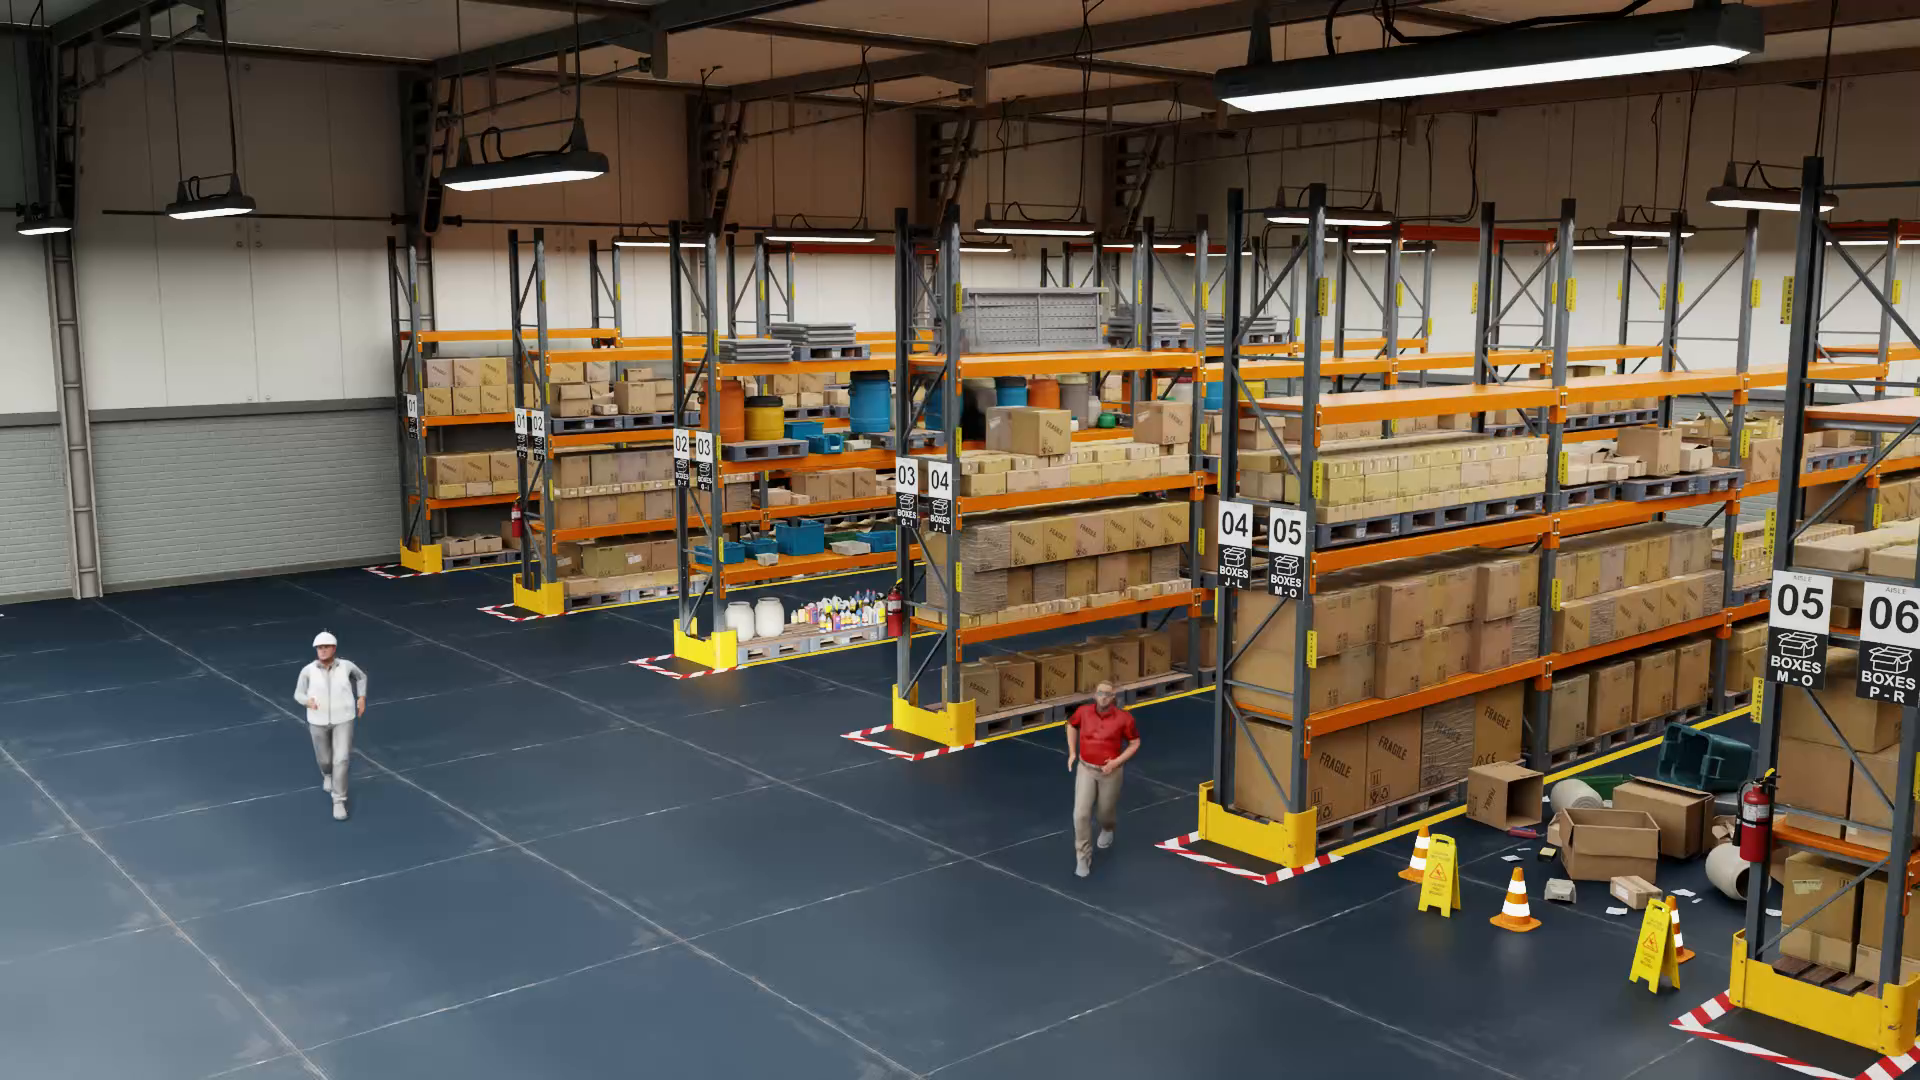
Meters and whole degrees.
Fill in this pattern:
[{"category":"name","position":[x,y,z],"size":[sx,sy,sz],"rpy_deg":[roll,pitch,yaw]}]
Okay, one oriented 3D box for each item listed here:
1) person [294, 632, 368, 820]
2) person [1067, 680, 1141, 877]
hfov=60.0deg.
[{"category":"person","position":[-6.193,1.779,16.399],"size":[0.671,1.755,1.013],"rpy_deg":[-3,9,-16]},{"category":"person","position":[1.271,2.096,14.860],"size":[0.691,1.757,0.823],"rpy_deg":[2,9,15]}]
